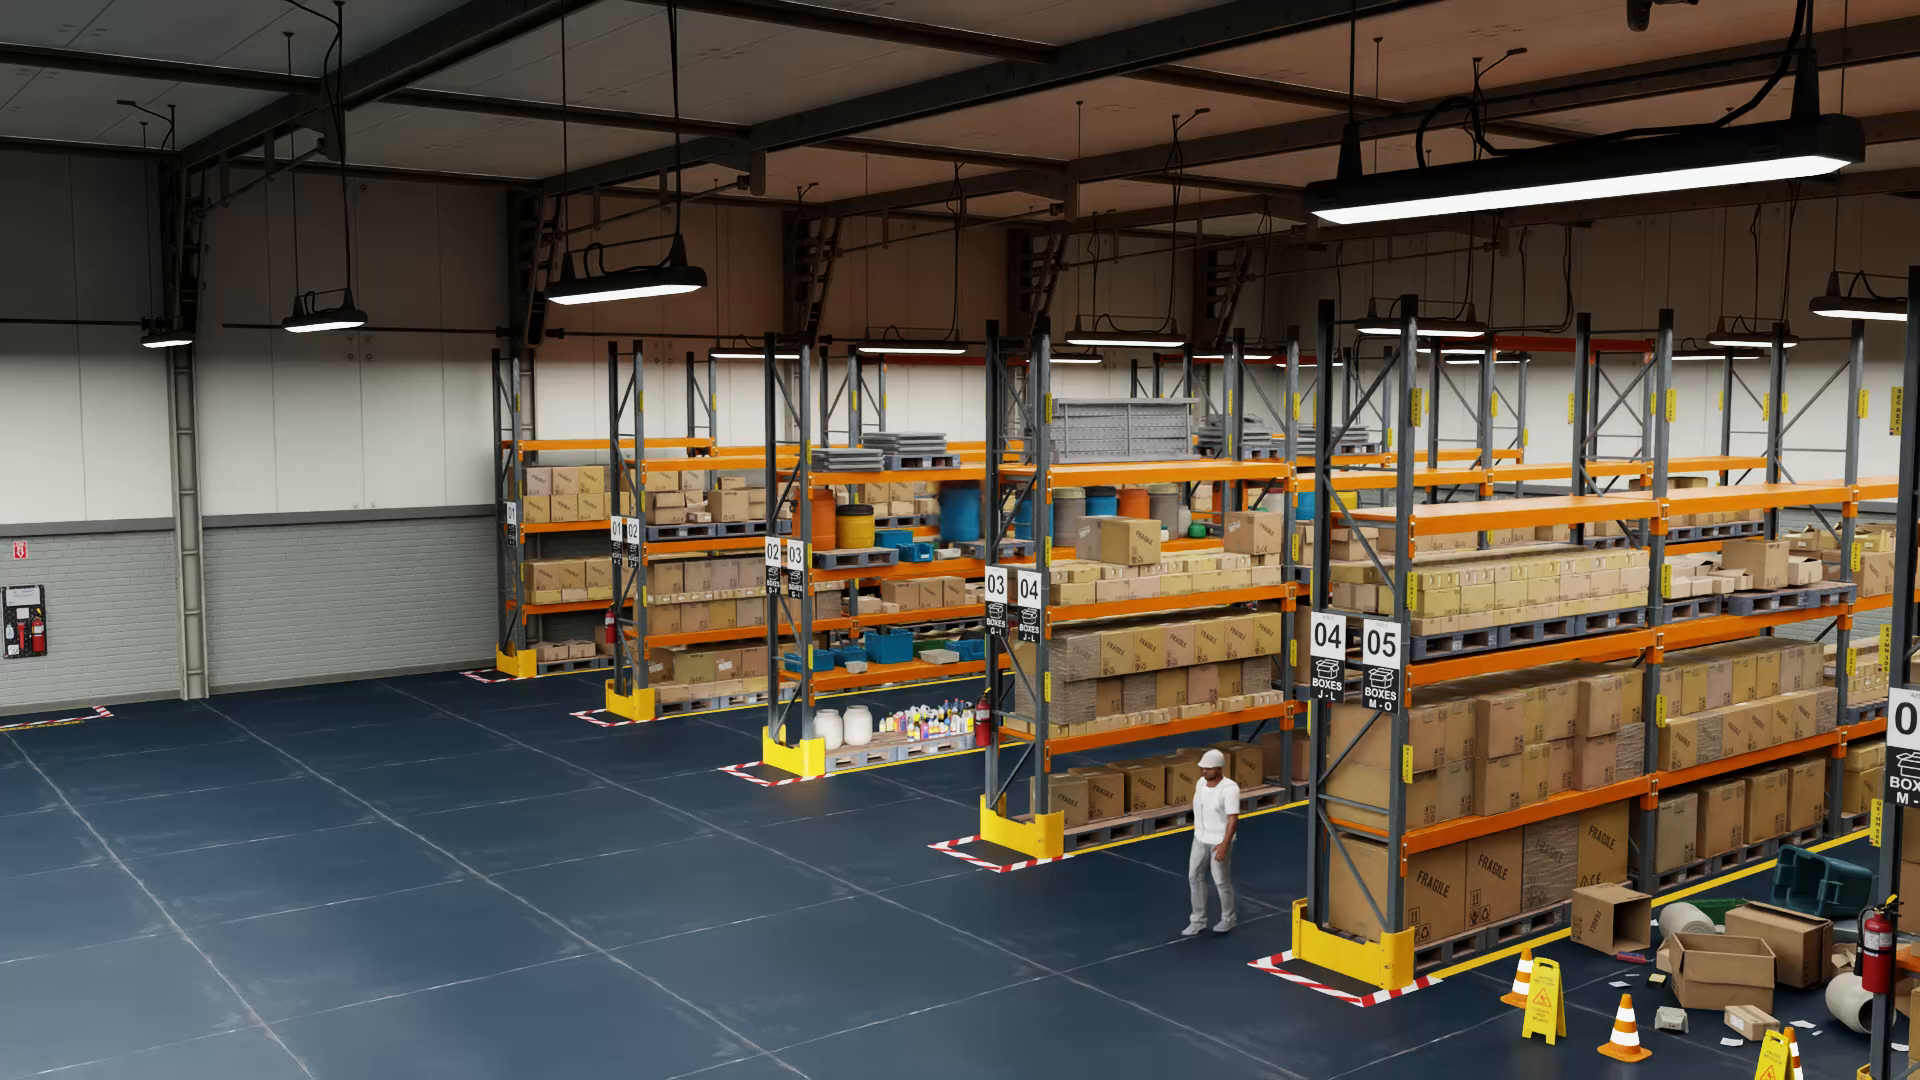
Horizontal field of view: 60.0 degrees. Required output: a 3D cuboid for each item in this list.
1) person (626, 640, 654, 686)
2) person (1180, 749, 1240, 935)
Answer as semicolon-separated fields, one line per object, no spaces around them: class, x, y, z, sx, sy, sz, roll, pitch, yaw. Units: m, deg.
person;-5.616;1.723;29.727;0.558;1.651;0.967;2;5;21
person;2.407;2.903;15.916;0.558;1.819;0.626;-4;6;-35
